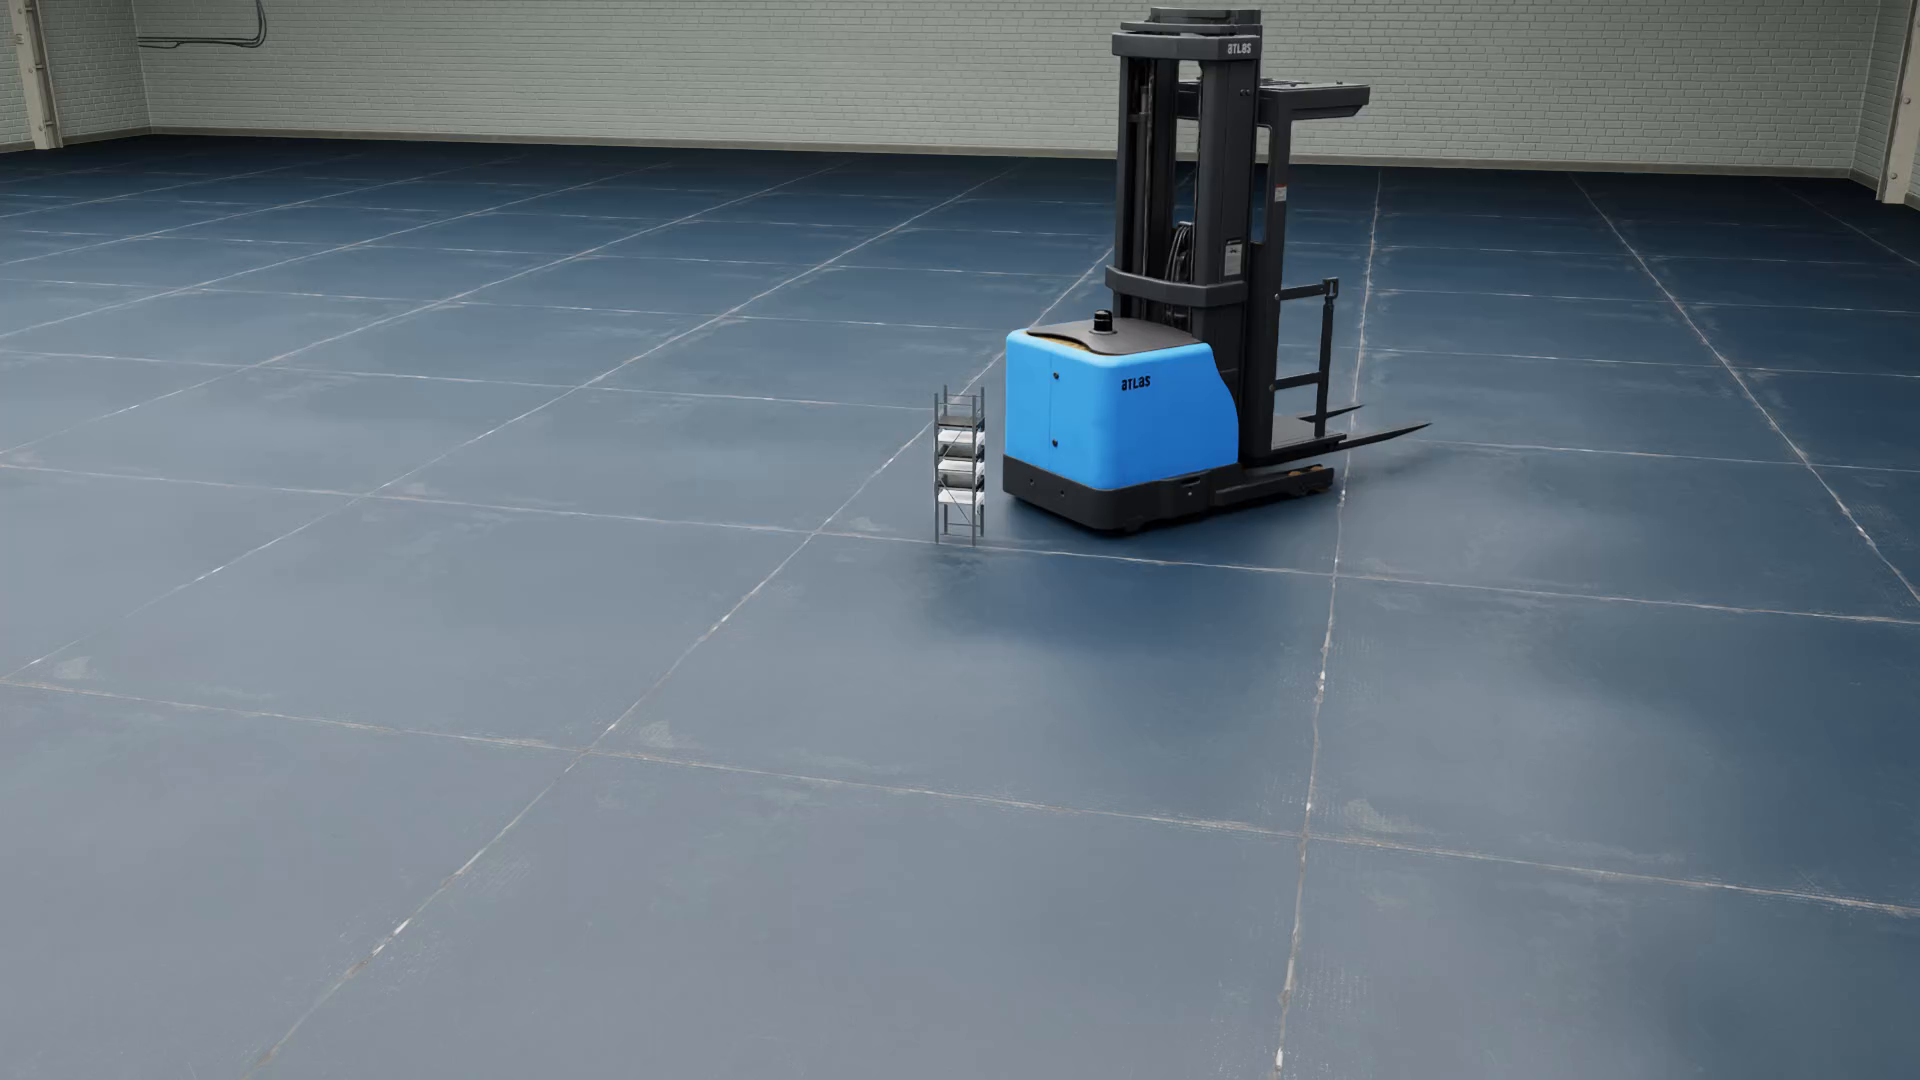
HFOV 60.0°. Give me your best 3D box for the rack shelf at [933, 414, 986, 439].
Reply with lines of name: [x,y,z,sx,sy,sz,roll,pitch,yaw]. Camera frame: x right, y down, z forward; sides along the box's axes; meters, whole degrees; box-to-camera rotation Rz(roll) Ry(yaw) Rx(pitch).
rack shelf: [-0.002,-0.647,9.458,0.258,0.077,0.200,5,19,13]

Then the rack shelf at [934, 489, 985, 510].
rack shelf: [-0.002,-0.221,9.604,0.258,0.077,0.200,5,19,13]

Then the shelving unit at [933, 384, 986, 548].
shelving unit: [-0.002,-0.423,9.535,0.258,0.900,0.210,5,19,13]

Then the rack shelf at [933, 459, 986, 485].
rack shelf: [-0.002,-0.392,9.545,0.258,0.077,0.200,5,19,13]

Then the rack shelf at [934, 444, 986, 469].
rack shelf: [-0.002,-0.477,9.516,0.258,0.077,0.200,5,19,13]

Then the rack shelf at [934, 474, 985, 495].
rack shelf: [-0.002,-0.307,9.575,0.258,0.077,0.200,5,19,13]

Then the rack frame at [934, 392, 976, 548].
rack frame: [-0.027,-0.391,9.441,0.240,0.900,0.006,5,19,13]

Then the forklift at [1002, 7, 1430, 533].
forklift: [1.768,-1.781,10.368,3.031,2.935,1.130,-13,23,-33]

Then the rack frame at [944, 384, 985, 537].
rack frame: [0.023,-0.455,9.628,0.240,0.900,0.006,5,19,13]

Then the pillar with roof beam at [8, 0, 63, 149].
pillar with roof beam: [-12.952,-11.285,28.805,9.100,9.000,0.400,5,19,13]

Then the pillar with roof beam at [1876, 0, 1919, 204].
pillar with roof beam: [9.244,-9.477,23.513,9.100,9.000,0.400,5,19,13]

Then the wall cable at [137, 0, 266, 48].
wall cable: [-15.124,-10.975,32.700,3.097,2.526,0.112,5,19,13]

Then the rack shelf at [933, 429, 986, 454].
rack shelf: [-0.002,-0.562,9.487,0.258,0.077,0.200,5,19,13]
